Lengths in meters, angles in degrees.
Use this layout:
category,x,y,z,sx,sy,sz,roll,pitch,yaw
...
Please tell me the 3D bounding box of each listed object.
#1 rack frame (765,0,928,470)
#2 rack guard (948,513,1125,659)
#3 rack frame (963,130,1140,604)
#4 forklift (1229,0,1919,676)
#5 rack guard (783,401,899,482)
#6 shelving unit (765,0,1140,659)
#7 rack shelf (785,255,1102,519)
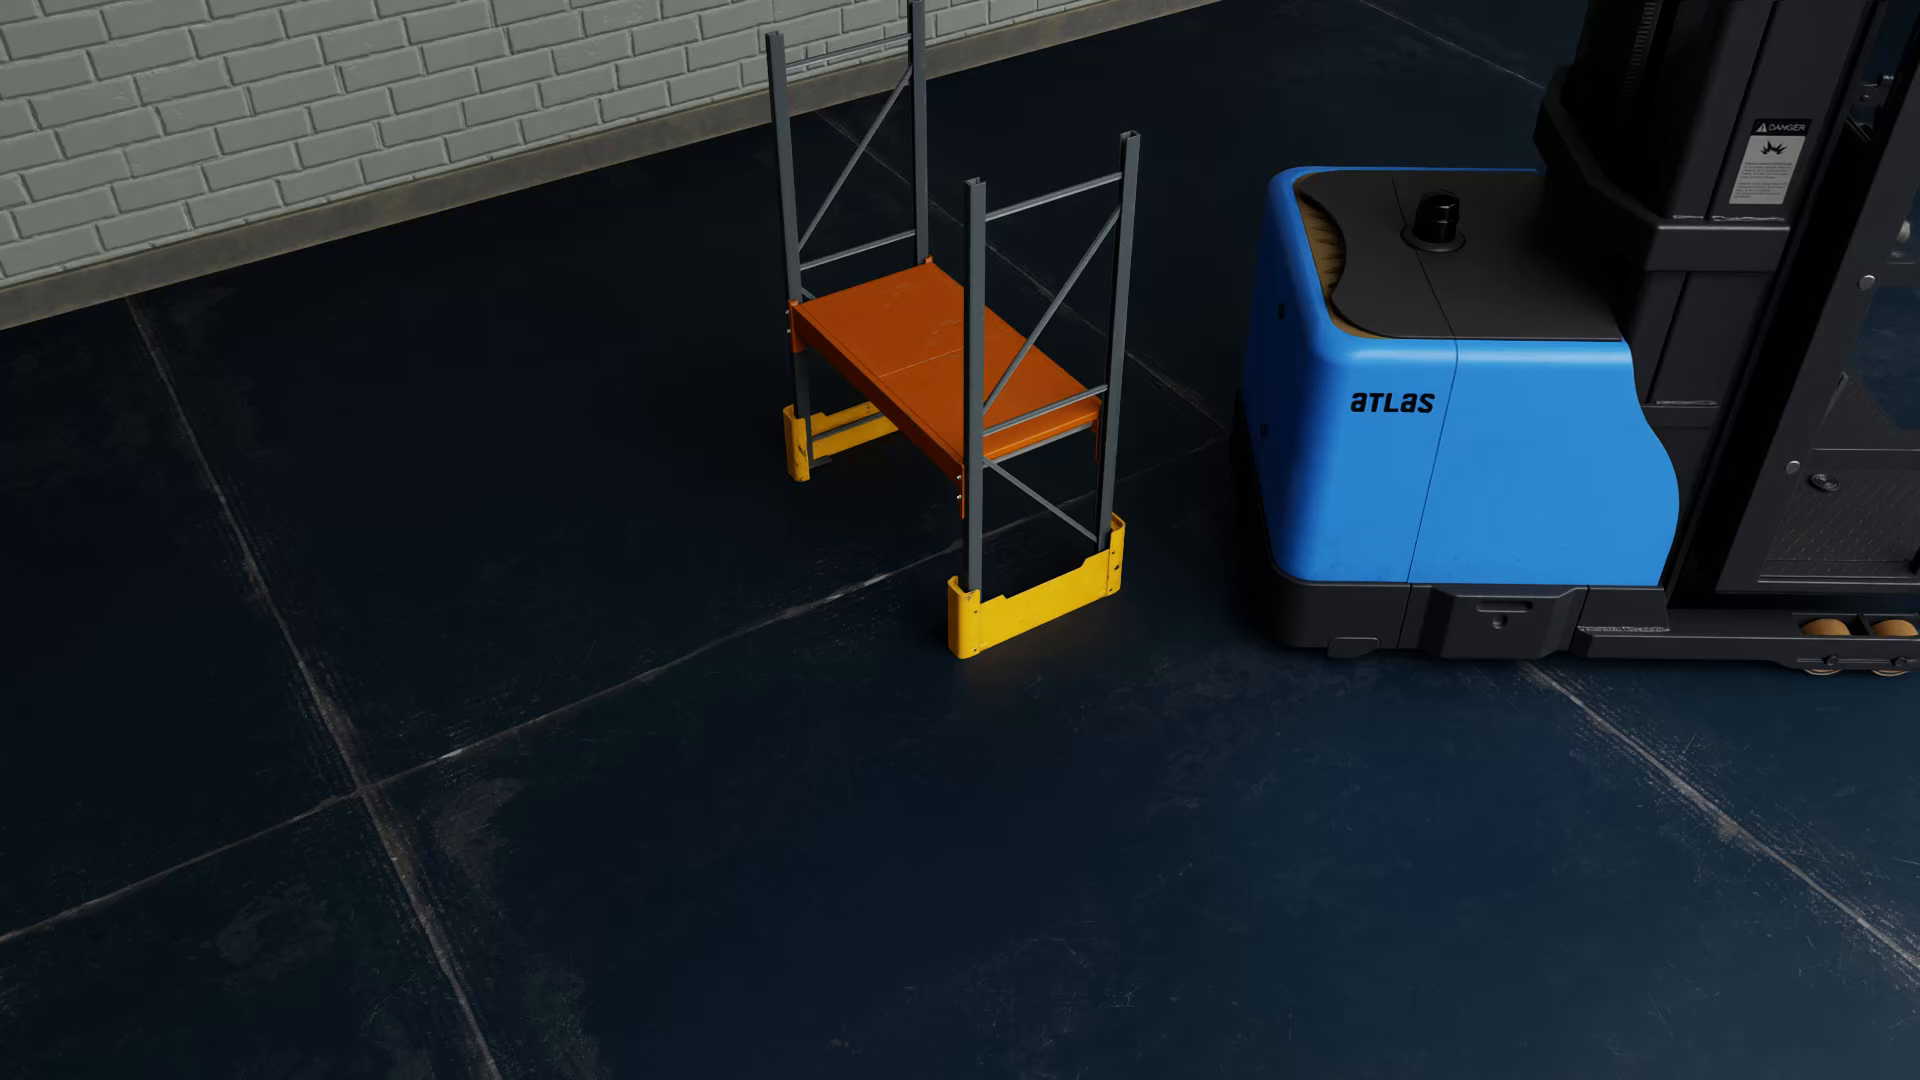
category,x,y,z,sx,sy,sz,roll,pitch,yaw
rack frame,-0.319,-0.897,5.154,0.500,1.500,0.032,-22,45,-24
rack guard,0.227,0.132,4.897,0.587,0.250,0.087,-22,45,-24
rack frame,0.227,-0.348,4.496,0.500,1.500,0.032,-22,45,-24
forklift,2.396,-1.081,4.258,3.031,2.935,1.130,1,40,1
rack guard,-0.309,-0.406,5.542,0.587,0.250,0.087,-22,45,-24
shelving unit,-0.041,-0.617,4.819,0.587,1.500,1.083,-22,45,-24
rack shelf,-0.046,-0.484,4.940,0.538,0.185,1.000,-22,45,-24
